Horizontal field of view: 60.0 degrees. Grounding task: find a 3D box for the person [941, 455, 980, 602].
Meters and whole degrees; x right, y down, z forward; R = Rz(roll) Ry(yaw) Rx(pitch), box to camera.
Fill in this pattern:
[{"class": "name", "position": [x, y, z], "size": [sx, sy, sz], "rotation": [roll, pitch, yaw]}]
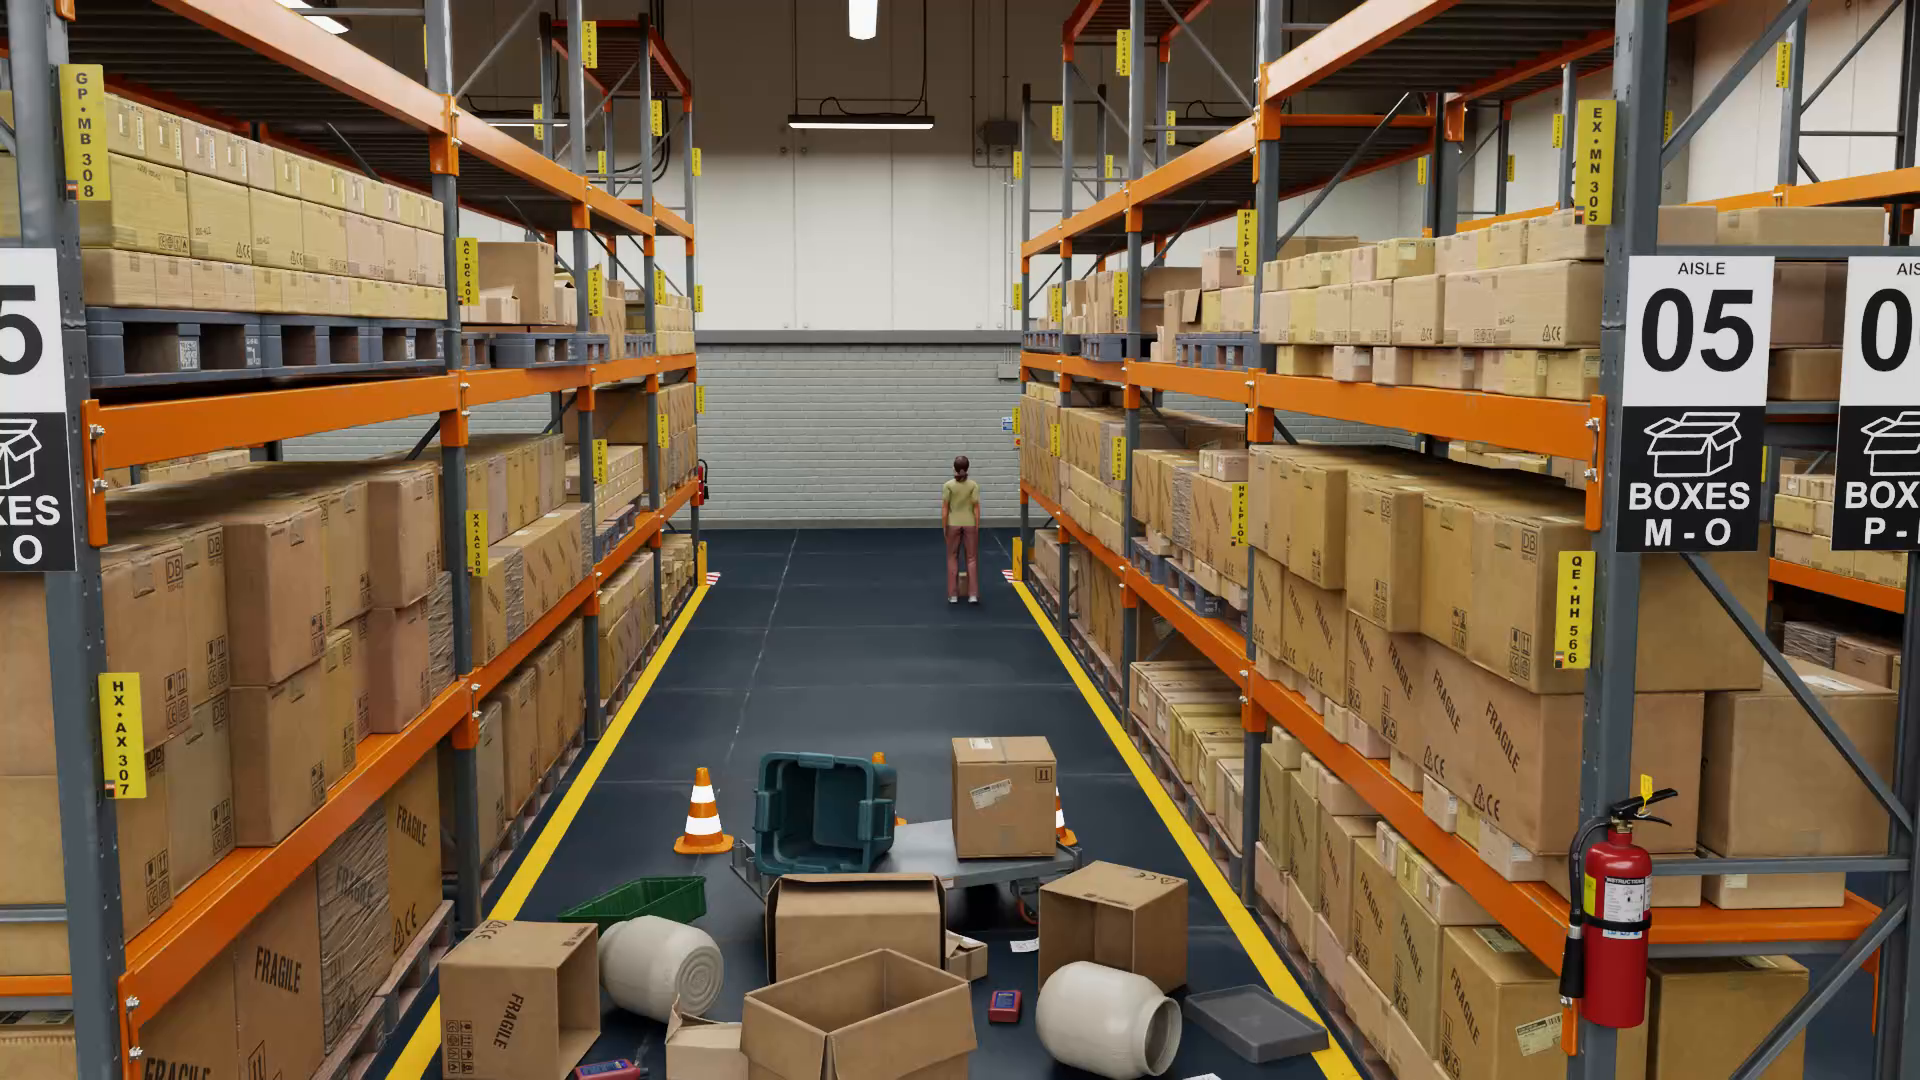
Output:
[{"class": "person", "position": [0.011, -0.109, 18.806], "size": [0.439, 1.696, 0.372], "rotation": [0, 7, -1]}]
